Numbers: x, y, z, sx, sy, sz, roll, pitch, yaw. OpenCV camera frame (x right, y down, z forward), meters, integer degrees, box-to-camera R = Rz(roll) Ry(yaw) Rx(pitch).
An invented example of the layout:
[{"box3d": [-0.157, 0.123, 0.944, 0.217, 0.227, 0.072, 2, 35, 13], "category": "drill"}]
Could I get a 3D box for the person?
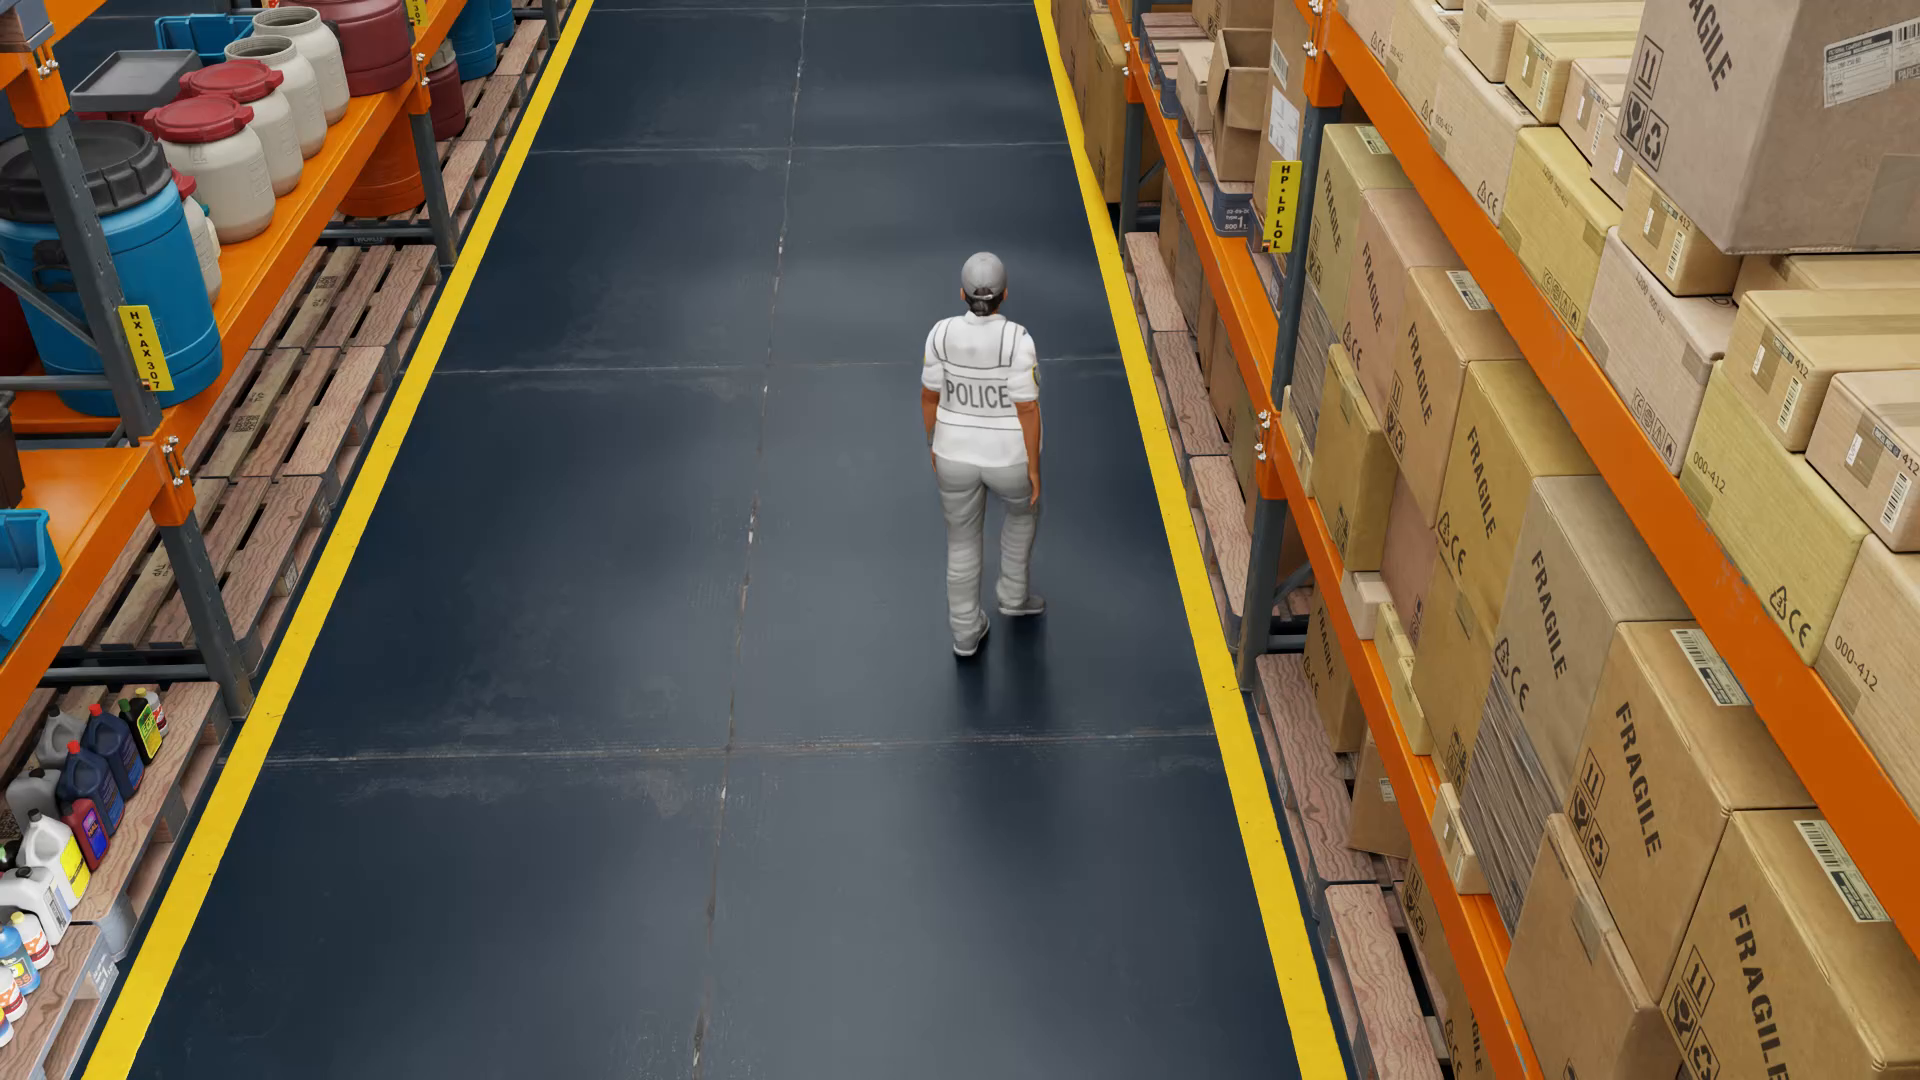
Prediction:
[{"box3d": [0.086, -0.302, 6.603, 0.507, 1.706, 0.566, 7, 36, 9], "category": "person"}]
